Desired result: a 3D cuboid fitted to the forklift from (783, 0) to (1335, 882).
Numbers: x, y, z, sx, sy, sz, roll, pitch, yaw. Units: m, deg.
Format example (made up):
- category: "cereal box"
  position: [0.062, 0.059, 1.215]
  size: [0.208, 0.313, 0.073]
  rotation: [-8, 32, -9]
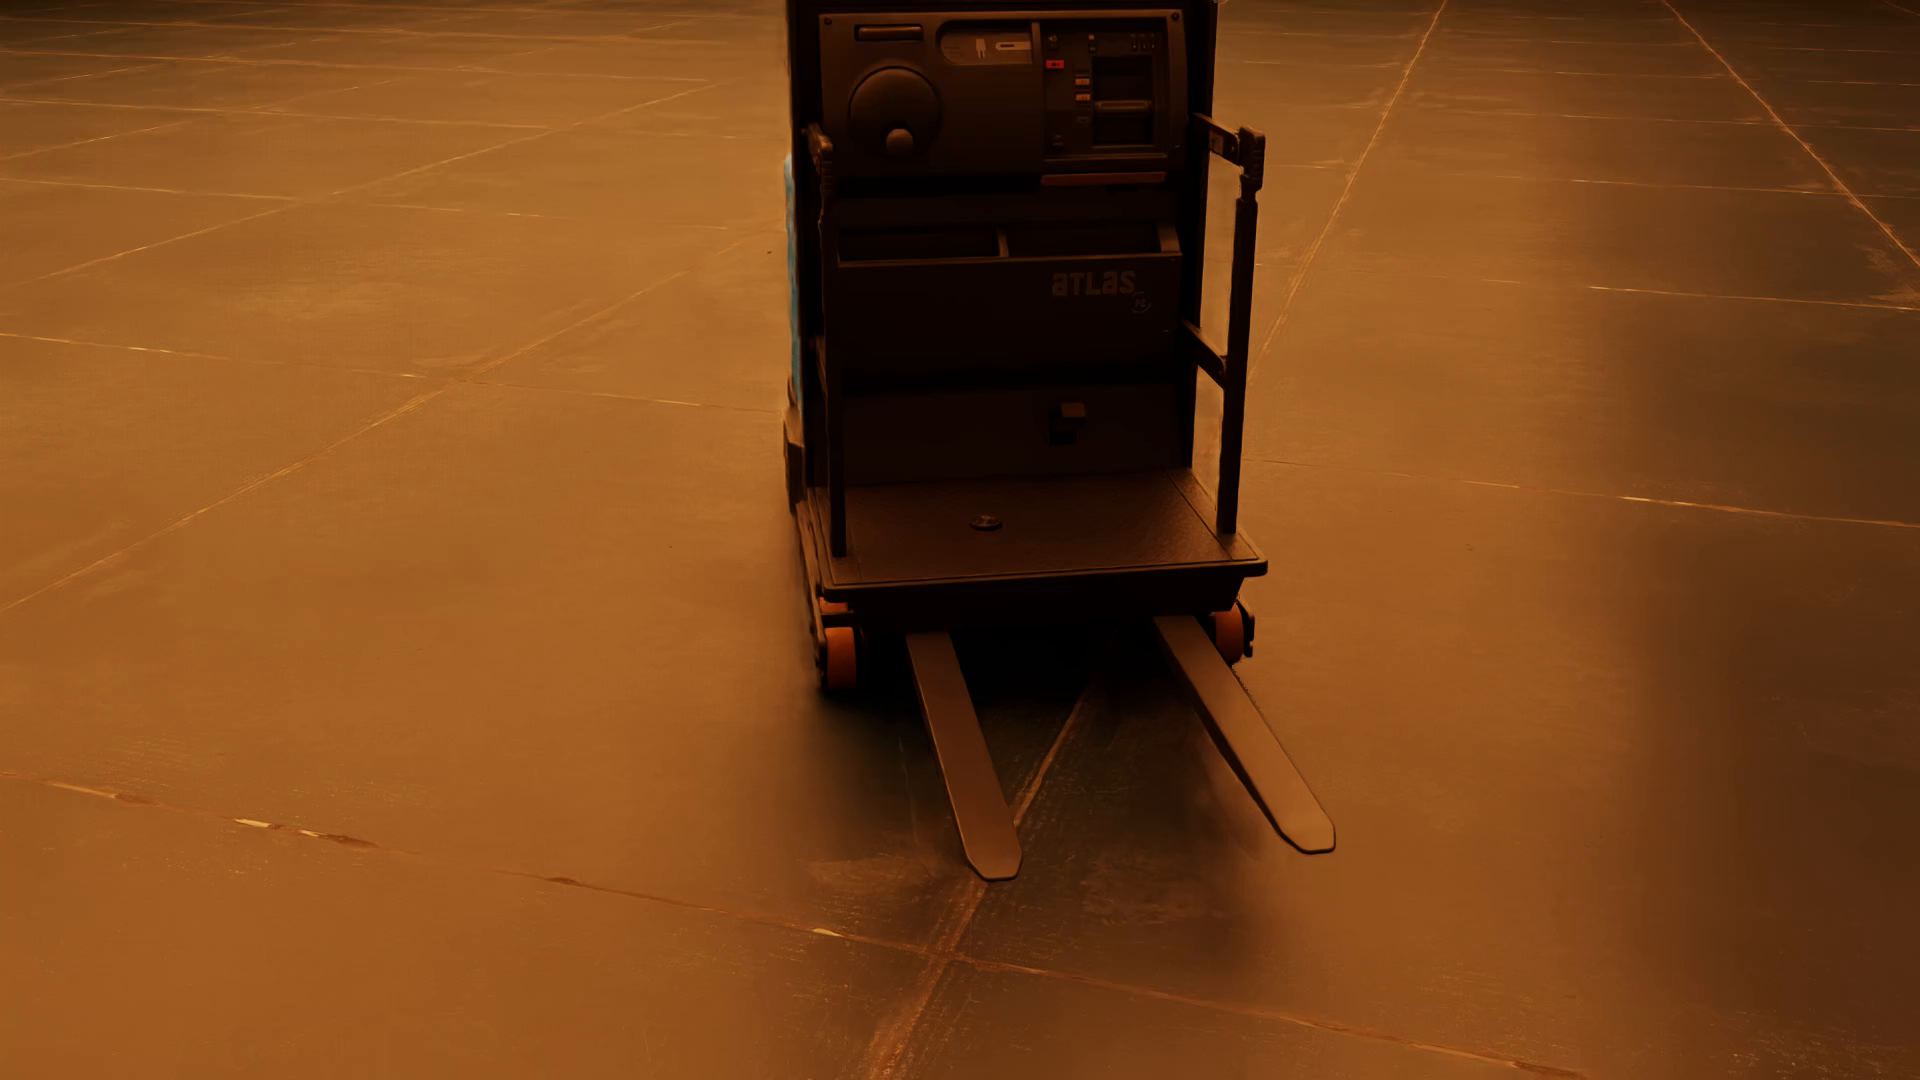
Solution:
- category: "forklift"
  position: [0.148, -1.119, 3.989]
  size: [1.130, 2.935, 3.031]
  rotation: [-3, 23, -8]
